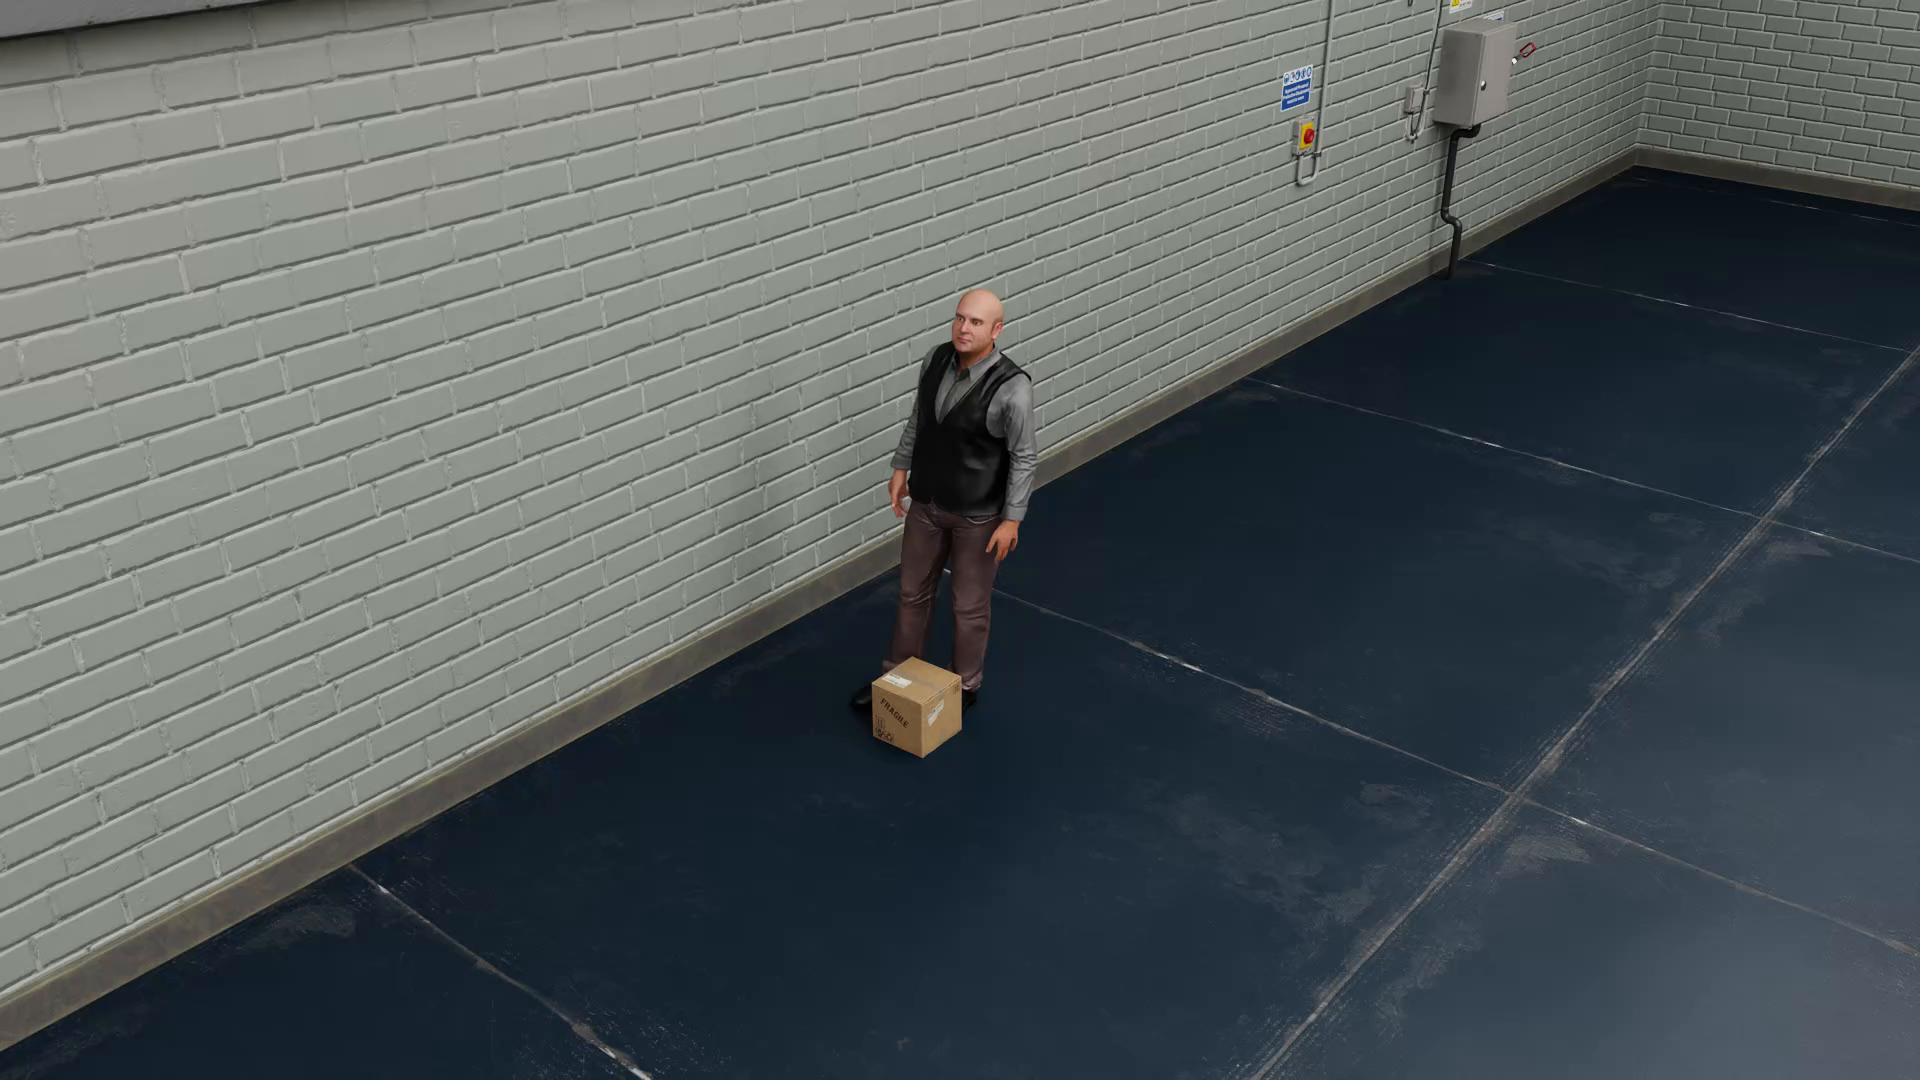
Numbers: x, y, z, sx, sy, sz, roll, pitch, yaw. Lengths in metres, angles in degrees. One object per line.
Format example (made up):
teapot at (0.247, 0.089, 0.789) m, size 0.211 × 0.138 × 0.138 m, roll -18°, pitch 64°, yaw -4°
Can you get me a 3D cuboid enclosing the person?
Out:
person at (-0.047, -0.100, 6.322) m, size 0.633 × 1.722 × 0.565 m, roll 21°, pitch 34°, yaw 35°
